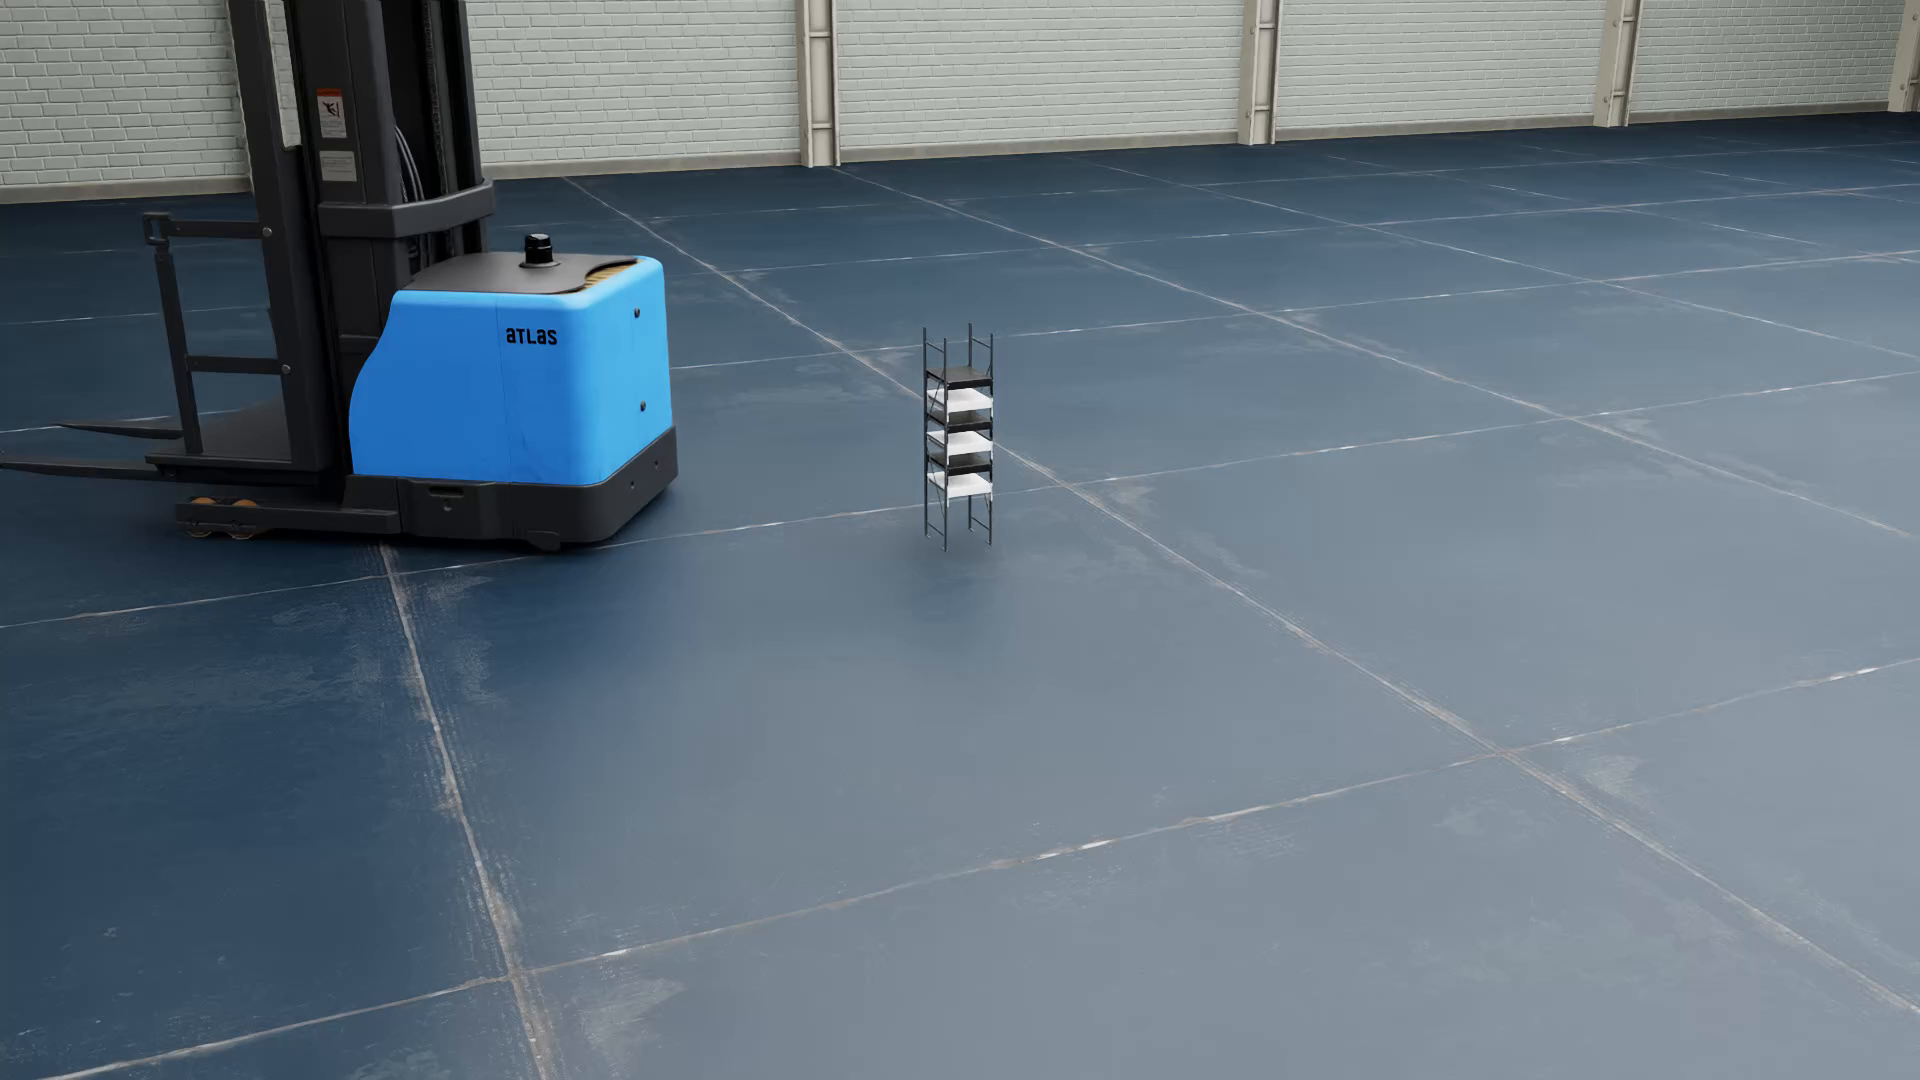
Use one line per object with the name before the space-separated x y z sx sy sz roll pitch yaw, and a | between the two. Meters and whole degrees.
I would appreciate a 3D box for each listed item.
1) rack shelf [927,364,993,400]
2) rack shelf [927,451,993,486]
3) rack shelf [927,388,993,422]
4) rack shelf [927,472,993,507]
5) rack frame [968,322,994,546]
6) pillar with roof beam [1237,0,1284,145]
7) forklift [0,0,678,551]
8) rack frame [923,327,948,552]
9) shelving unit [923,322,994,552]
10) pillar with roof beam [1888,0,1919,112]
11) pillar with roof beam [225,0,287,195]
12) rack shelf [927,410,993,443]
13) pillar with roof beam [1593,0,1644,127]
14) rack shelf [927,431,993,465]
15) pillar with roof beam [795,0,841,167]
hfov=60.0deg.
rack shelf | -0.007 -0.647 6.791 0.200 0.077 0.258 -8 21 -22
rack shelf | -0.007 -0.307 6.911 0.200 0.077 0.258 -8 21 -22
rack shelf | -0.007 -0.562 6.821 0.200 0.077 0.258 -8 21 -22
rack shelf | -0.007 -0.222 6.940 0.200 0.077 0.258 -8 21 -22
rack frame | 0.086 -0.437 6.908 0.006 0.900 0.240 -8 21 -22
pillar with roof beam | 5.575 -8.125 16.549 0.400 9.000 9.100 -8 21 -22
forklift | -2.861 -1.552 7.015 3.031 2.935 1.130 3 20 9
rack frame | -0.101 -0.410 6.832 0.006 0.900 0.240 -8 21 -22
shelving unit | -0.007 -0.423 6.870 0.210 0.900 0.258 -8 21 -22
pillar with roof beam | 16.594 -9.704 21.032 0.400 9.000 9.100 -8 21 -22
pillar with roof beam | -5.443 -6.546 12.065 0.400 9.000 9.100 -8 21 -22
rack shelf | -0.007 -0.477 6.851 0.200 0.077 0.258 -8 21 -22
pillar with roof beam | 11.085 -8.914 18.790 0.400 9.000 9.100 -8 21 -22
rack shelf | -0.007 -0.392 6.881 0.200 0.077 0.258 -8 21 -22
pillar with roof beam | 0.066 -7.336 14.307 0.400 9.000 9.100 -8 21 -22
